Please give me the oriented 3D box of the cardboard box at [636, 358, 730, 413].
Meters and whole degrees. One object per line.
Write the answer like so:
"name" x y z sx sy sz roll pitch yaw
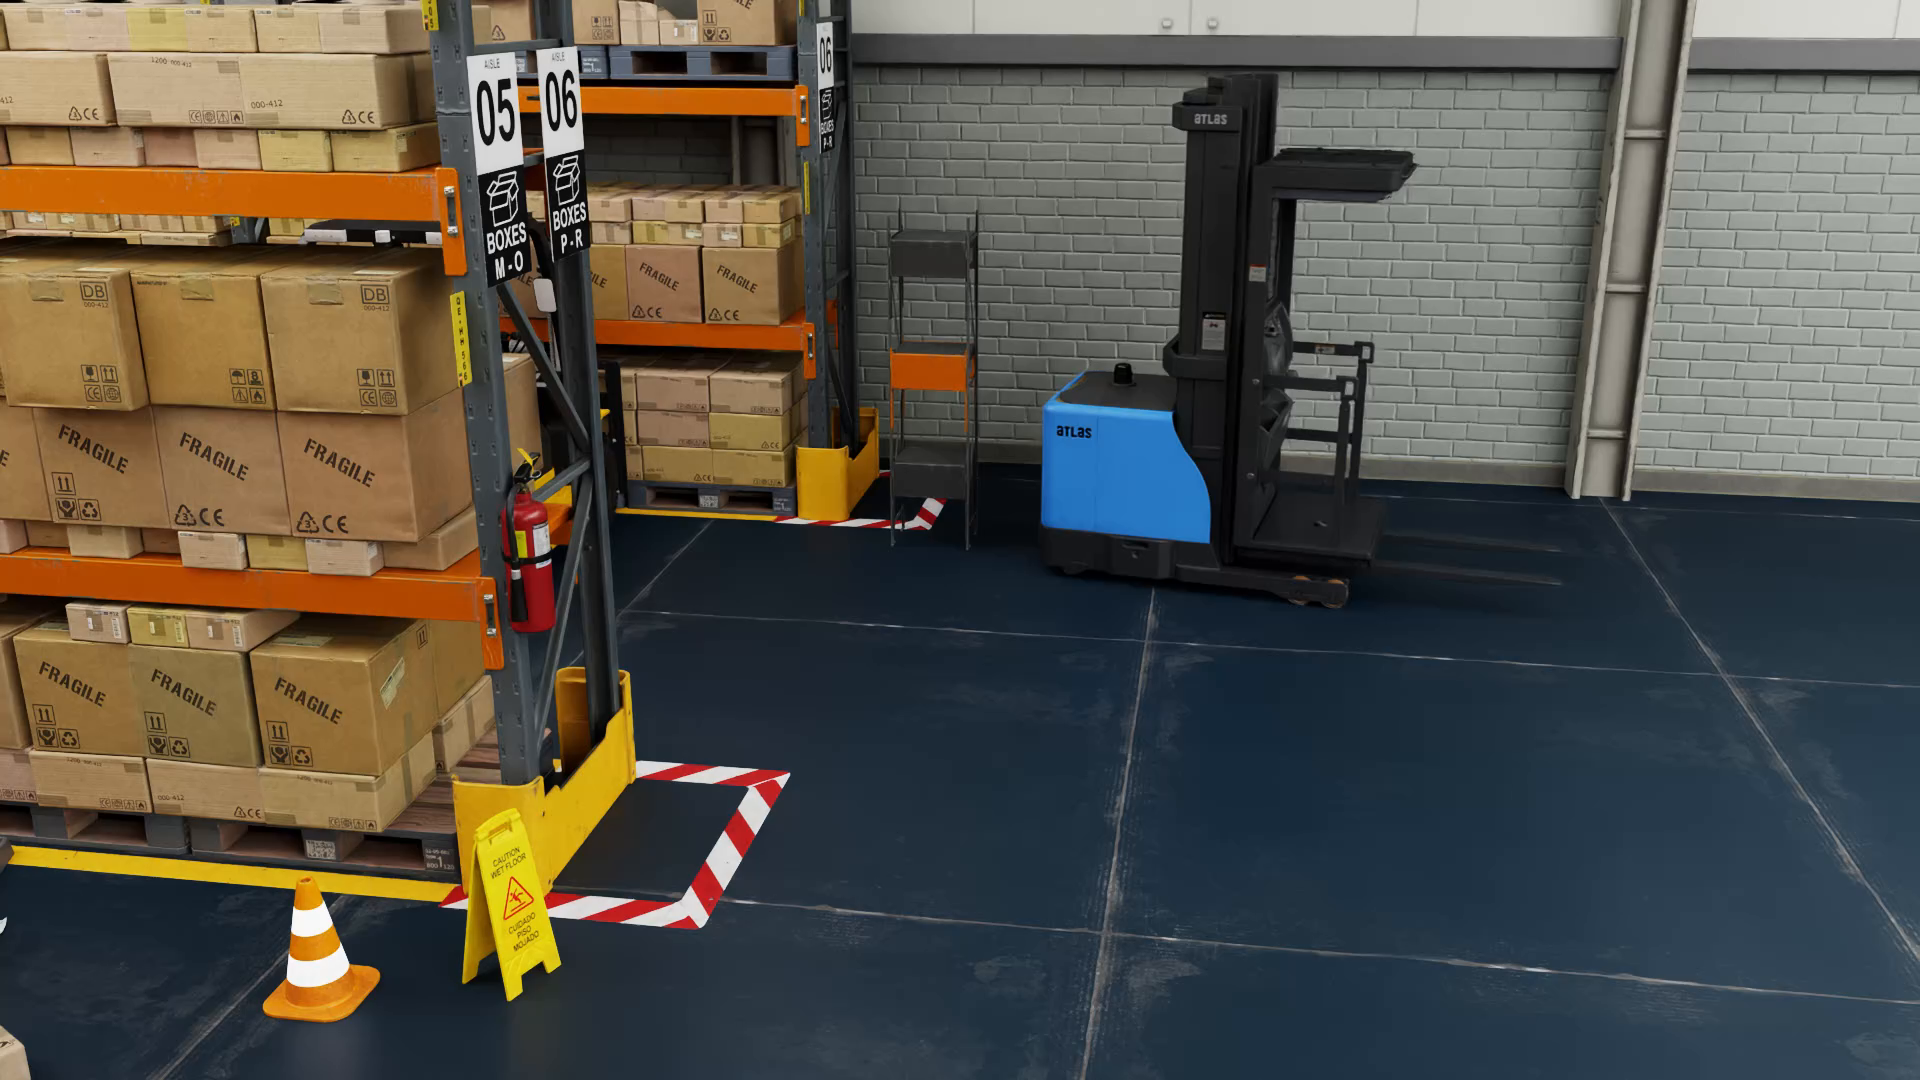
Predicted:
"cardboard box" -1.878 -1.056 11.329 0.500 0.250 0.500 3 19 10

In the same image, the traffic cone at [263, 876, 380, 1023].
"traffic cone" -2.282 1.403 5.880 0.334 0.463 0.336 3 19 9

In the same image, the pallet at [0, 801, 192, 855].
"pallet" -3.725 1.022 7.416 1.213 0.211 1.003 3 19 9

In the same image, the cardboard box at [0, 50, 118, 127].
"cardboard box" -3.210 -1.666 6.097 0.500 0.250 0.500 3 19 10

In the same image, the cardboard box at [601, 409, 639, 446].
"cardboard box" -2.406 -0.845 11.483 0.500 0.250 0.500 2 19 7

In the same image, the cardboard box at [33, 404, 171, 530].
"cardboard box" -3.219 -0.365 6.540 0.500 0.500 0.500 3 19 8

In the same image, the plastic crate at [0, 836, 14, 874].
"plastic crate" -4.182 1.337 6.682 0.583 0.080 0.402 -3 19 -10

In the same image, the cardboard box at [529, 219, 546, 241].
"cardboard box" -2.758 -2.120 11.232 0.250 0.149 0.380 3 19 8

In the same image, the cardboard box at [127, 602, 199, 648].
"cardboard box" -3.106 0.289 6.678 0.250 0.149 0.380 3 19 10

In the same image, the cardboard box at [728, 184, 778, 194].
"cardboard box" -1.419 -2.351 11.452 0.250 0.149 0.380 4 19 11

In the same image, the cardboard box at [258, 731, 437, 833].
"cardboard box" -2.517 0.965 6.864 0.500 0.250 0.500 3 19 8

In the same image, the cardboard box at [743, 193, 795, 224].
"cardboard box" -1.256 -2.186 10.960 0.250 0.149 0.380 3 19 9

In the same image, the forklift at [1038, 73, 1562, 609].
"forklift" 2.054 -1.183 9.718 3.031 2.935 1.130 6 19 17

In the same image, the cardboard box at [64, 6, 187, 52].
"cardboard box" -3.019 -1.864 6.059 0.250 0.149 0.380 3 19 9

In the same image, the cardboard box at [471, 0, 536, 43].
"cardboard box" -2.912 -3.526 10.904 0.637 0.503 0.797 4 19 10

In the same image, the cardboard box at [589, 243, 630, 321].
"cardboard box" -2.413 -1.782 11.245 0.500 0.500 0.500 3 19 8

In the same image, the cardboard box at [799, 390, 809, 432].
"cardboard box" -1.300 -0.959 11.825 0.500 0.250 0.500 3 19 10

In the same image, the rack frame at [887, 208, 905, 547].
"rack frame" -0.404 -1.016 10.531 0.015 2.100 0.400 3 19 9

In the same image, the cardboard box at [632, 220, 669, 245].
"cardboard box" -2.002 -2.074 11.095 0.250 0.149 0.380 3 19 8

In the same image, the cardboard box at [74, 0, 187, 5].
"cardboard box" -5.572 -3.526 11.207 0.500 0.311 0.500 2 19 7

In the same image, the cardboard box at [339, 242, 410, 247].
"cardboard box" -3.905 -1.861 11.481 0.500 0.500 0.500 3 19 10

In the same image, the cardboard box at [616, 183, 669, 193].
"cardboard box" -2.189 -2.373 11.518 0.250 0.149 0.380 4 19 10

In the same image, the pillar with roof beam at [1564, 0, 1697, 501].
"pillar with roof beam" 3.828 -3.249 6.332 0.400 9.000 9.100 3 19 9

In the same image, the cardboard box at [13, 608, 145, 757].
"cardboard box" -3.498 0.555 6.906 0.500 0.500 0.500 2 19 7

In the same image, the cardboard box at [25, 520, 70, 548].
"cardboard box" -3.562 -0.098 6.765 0.250 0.149 0.380 3 19 9

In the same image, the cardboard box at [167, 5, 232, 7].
"cardboard box" -2.955 -2.004 6.476 0.250 0.149 0.380 3 19 8

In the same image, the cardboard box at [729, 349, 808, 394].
"cardboard box" -1.313 -1.191 11.730 0.500 0.250 0.500 3 19 8

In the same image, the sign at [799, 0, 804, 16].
"sign" -0.969 -3.373 10.159 0.005 0.325 0.100 3 19 9

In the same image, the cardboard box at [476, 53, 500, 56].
"cardboard box" -2.107 -1.784 6.447 0.500 0.250 0.500 3 19 8

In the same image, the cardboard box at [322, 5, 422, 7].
"cardboard box" -2.222 -1.953 6.326 0.250 0.149 0.380 3 19 8

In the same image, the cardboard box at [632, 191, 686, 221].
"cardboard box" -2.001 -2.229 11.089 0.250 0.149 0.380 3 19 9

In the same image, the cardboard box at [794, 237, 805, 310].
"cardboard box" -1.314 -1.897 11.588 0.500 0.500 0.500 4 19 10

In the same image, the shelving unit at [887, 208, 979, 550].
"shelving unit" -0.163 -1.004 10.495 0.503 2.100 0.431 3 19 9

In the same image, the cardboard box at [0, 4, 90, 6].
"cardboard box" -3.708 -2.070 6.673 0.250 0.149 0.380 3 19 9

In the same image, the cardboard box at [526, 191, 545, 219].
"cardboard box" -2.771 -2.261 11.185 0.250 0.149 0.380 3 19 9

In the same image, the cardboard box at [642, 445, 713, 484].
"cardboard box" -1.872 -0.586 11.497 0.500 0.250 0.500 3 19 9

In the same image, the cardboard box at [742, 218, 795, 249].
"cardboard box" -1.256 -2.022 10.940 0.250 0.149 0.380 3 19 9

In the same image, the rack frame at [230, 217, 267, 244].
"rack frame" -4.818 -1.939 11.871 0.127 3.000 1.000 3 19 9

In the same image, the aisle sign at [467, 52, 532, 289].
"aisle sign" -1.637 -1.321 5.928 0.004 0.787 0.394 3 19 9

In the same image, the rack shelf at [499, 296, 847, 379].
"rack shelf" -2.844 -1.497 11.684 4.000 0.370 1.077 3 19 9

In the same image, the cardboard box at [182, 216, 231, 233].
"cardboard box" -5.191 -2.242 11.595 0.250 0.149 0.380 4 19 11

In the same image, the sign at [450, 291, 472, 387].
"sign" -1.760 -0.709 5.870 0.005 0.325 0.100 3 19 9

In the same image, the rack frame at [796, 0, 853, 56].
"rack frame" -0.869 -4.583 10.317 0.127 3.000 1.000 3 19 9

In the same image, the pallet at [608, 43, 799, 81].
"pallet" -1.563 -3.162 10.938 1.213 0.211 1.003 3 19 9

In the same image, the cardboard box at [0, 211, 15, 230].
"cardboard box" -6.731 -2.286 11.727 0.250 0.149 0.380 2 19 7

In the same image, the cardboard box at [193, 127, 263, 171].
"cardboard box" -2.557 -1.442 6.055 0.250 0.149 0.380 3 19 10

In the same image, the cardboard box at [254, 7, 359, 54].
"cardboard box" -2.282 -1.813 5.908 0.250 0.149 0.380 3 19 10

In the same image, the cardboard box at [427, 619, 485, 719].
"cardboard box" -2.429 0.439 7.255 0.500 0.500 0.500 2 19 7

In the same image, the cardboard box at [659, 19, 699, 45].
"cardboard box" -1.735 -3.234 10.591 0.250 0.149 0.380 2 19 7

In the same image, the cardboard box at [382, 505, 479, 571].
"cardboard box" -2.056 -0.015 6.517 0.250 0.149 0.380 4 19 10

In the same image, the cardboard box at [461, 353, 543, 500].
"cardboard box" -2.076 -0.482 6.889 0.500 0.500 0.500 3 19 8

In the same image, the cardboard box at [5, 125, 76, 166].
"cardboard box" -3.309 -1.489 6.195 0.250 0.149 0.380 2 19 7

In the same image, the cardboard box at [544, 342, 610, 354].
"cardboard box" -2.804 -1.271 11.970 0.500 0.250 0.500 3 19 8

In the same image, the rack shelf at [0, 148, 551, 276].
"rack shelf" -3.627 -1.364 6.560 4.000 0.370 1.077 3 19 9

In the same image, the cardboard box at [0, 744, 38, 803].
"cardboard box" -4.009 0.885 7.104 0.500 0.250 0.500 3 19 8

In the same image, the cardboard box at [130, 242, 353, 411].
"cardboard box" -2.690 -0.830 6.355 0.500 0.500 0.700 3 19 9

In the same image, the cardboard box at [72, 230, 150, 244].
"cardboard box" -5.853 -2.073 11.720 0.500 0.250 0.500 2 19 7

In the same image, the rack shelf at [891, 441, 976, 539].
"rack shelf" -0.163 -0.327 10.721 0.480 0.518 0.431 3 19 9

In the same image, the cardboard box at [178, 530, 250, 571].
"cardboard box" -2.832 -0.016 6.520 0.250 0.149 0.380 3 19 10

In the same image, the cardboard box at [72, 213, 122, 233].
"cardboard box" -5.962 -2.249 11.619 0.250 0.149 0.380 2 19 7
